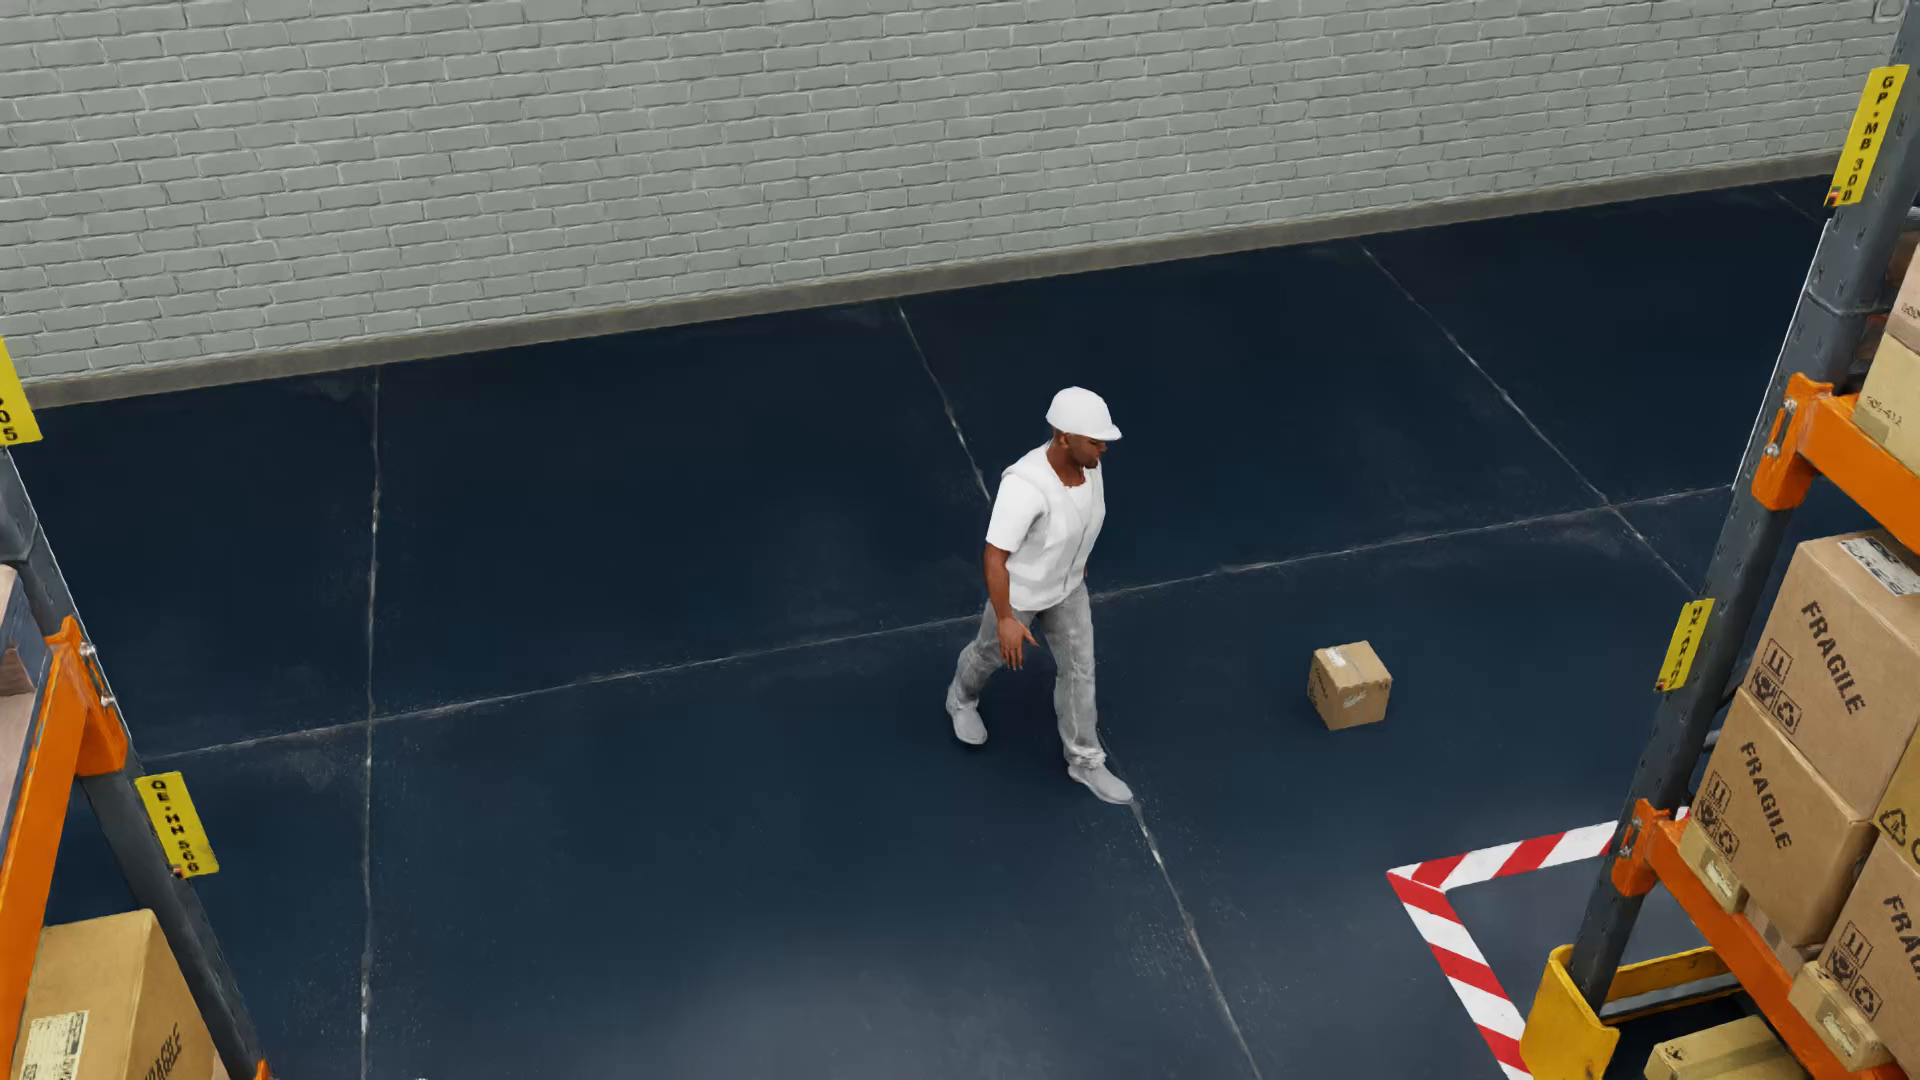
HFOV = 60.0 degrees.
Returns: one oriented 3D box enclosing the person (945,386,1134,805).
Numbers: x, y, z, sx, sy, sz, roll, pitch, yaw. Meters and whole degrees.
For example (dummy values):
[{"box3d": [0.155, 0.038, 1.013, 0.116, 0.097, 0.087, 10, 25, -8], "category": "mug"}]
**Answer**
[{"box3d": [0.350, 0.208, 6.470, 0.725, 1.738, 0.916, -29, 46, -32], "category": "person"}]
